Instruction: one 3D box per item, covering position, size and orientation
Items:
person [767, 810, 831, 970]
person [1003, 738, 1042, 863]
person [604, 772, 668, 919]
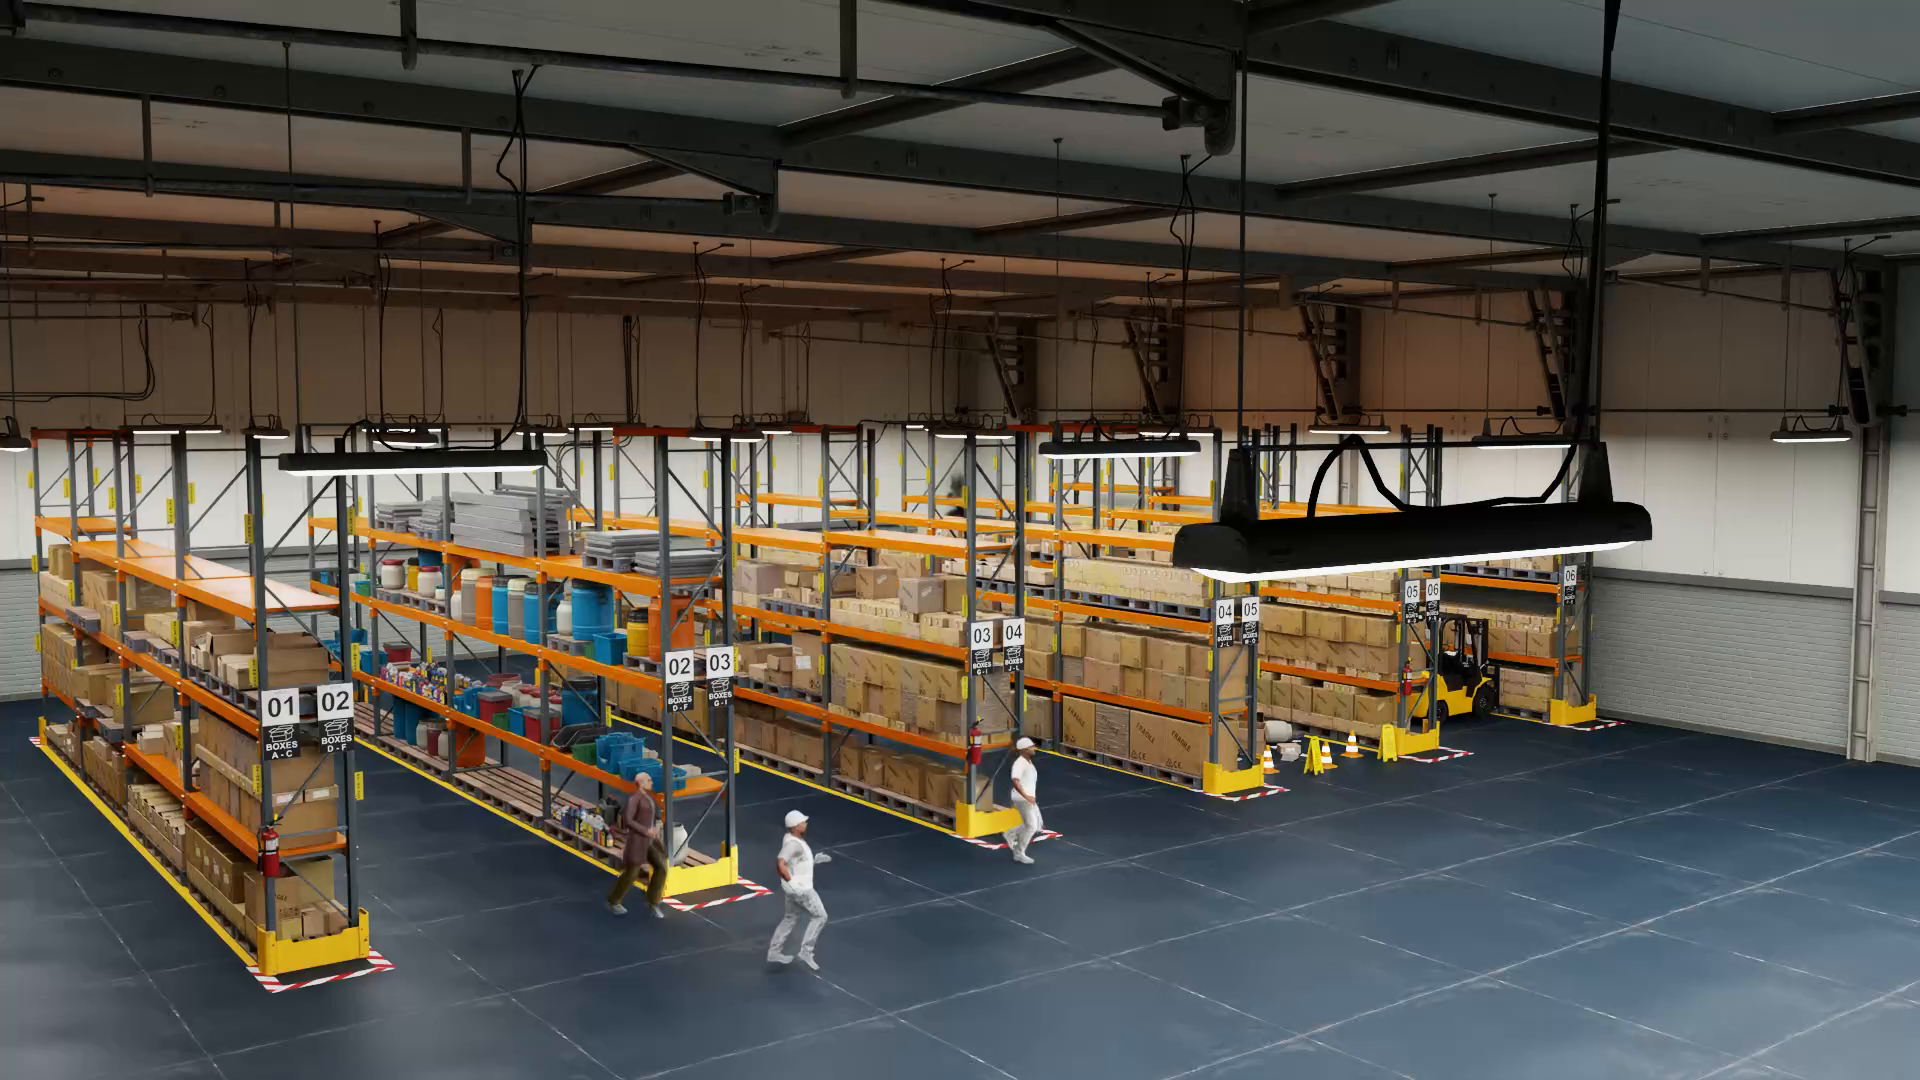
[{"bbox_3d":[-1.814,3.965,18.819,0.744,1.823,0.656,-1,5,-18],"label":"person"},{"bbox_3d":[0.888,3.649,23.468,0.550,1.709,0.750,1,5,13],"label":"person"},{"bbox_3d":[-4.016,3.825,20.914,0.778,1.804,0.767,1,5,18],"label":"person"}]
